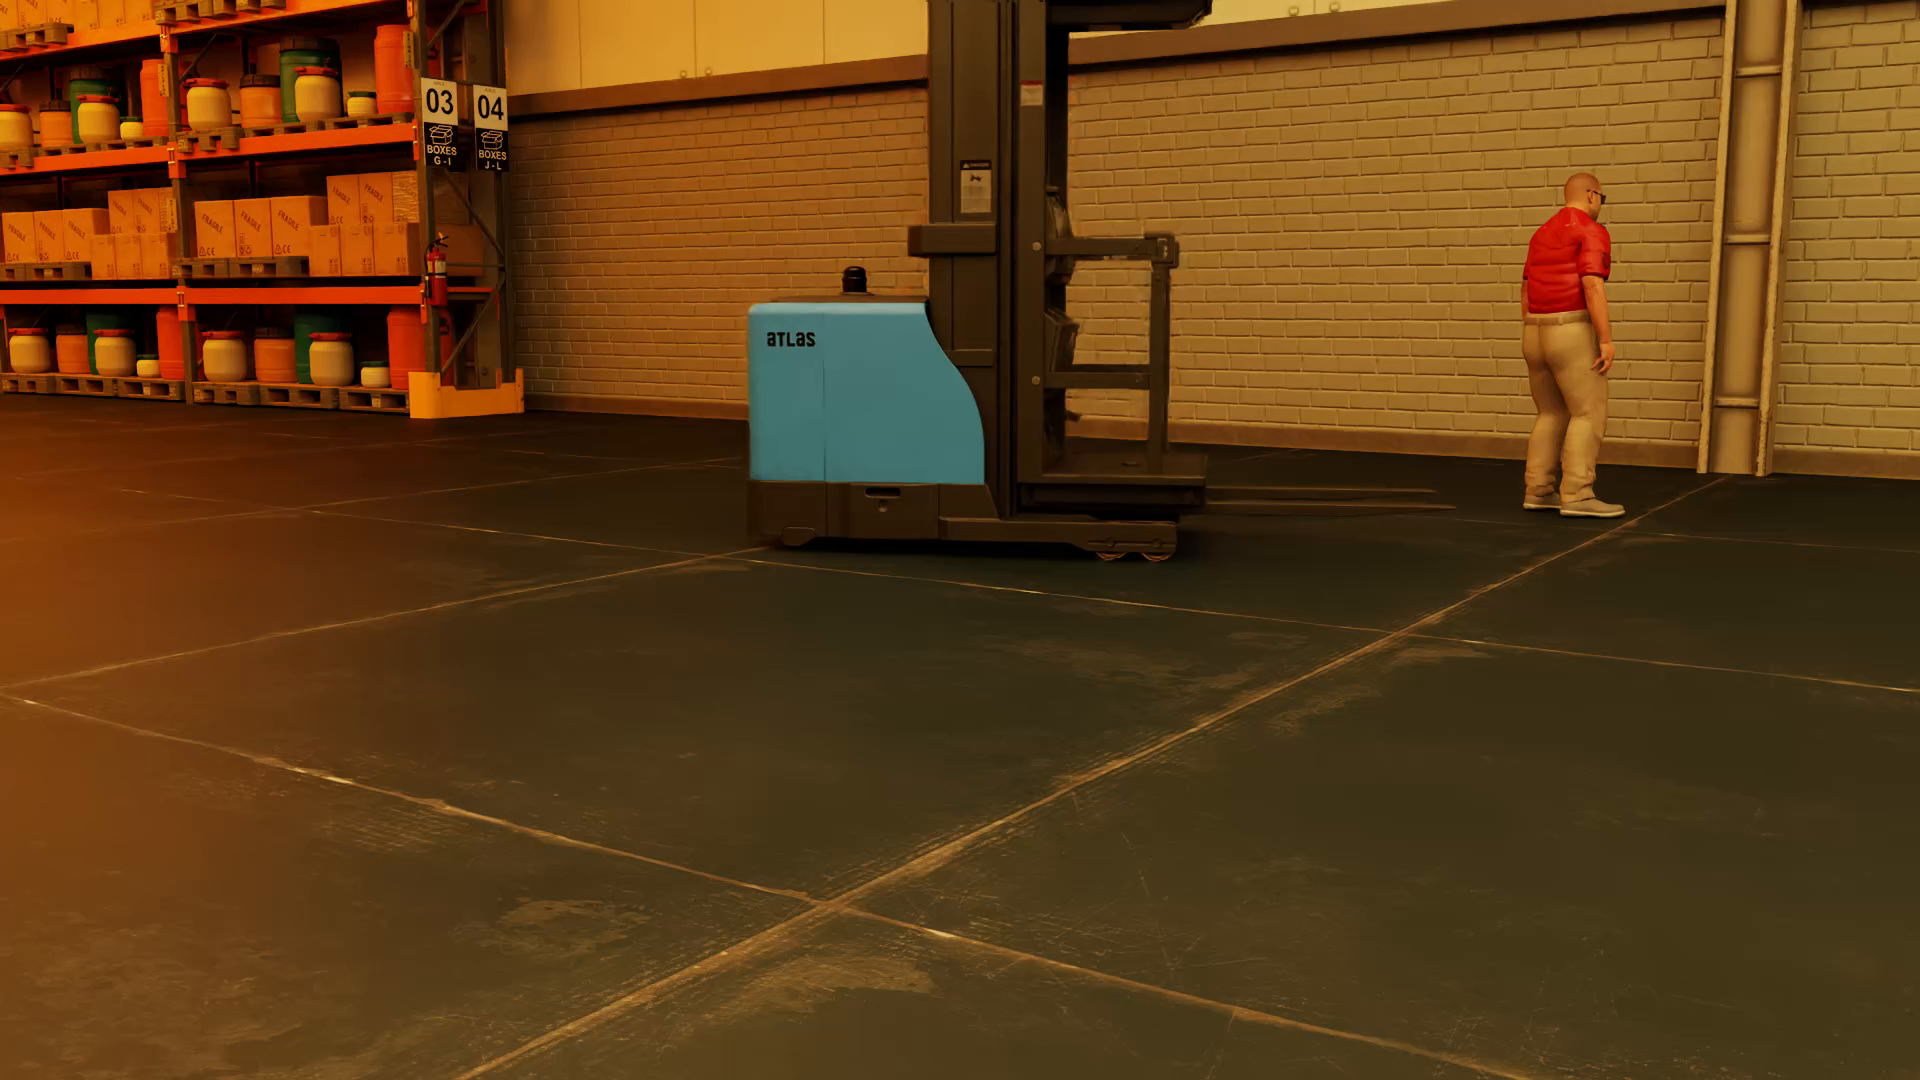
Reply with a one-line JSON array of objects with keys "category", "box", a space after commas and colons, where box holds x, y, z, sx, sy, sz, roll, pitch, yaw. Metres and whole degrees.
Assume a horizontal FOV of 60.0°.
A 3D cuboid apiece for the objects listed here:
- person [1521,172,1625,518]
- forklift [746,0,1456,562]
[{"category": "person", "box": [3.108, -0.997, 8.482, 0.398, 1.725, 0.593, -3, 9, -19]}, {"category": "forklift", "box": [0.626, -1.441, 7.325, 3.031, 2.935, 1.130, 1, 8, 8]}]
